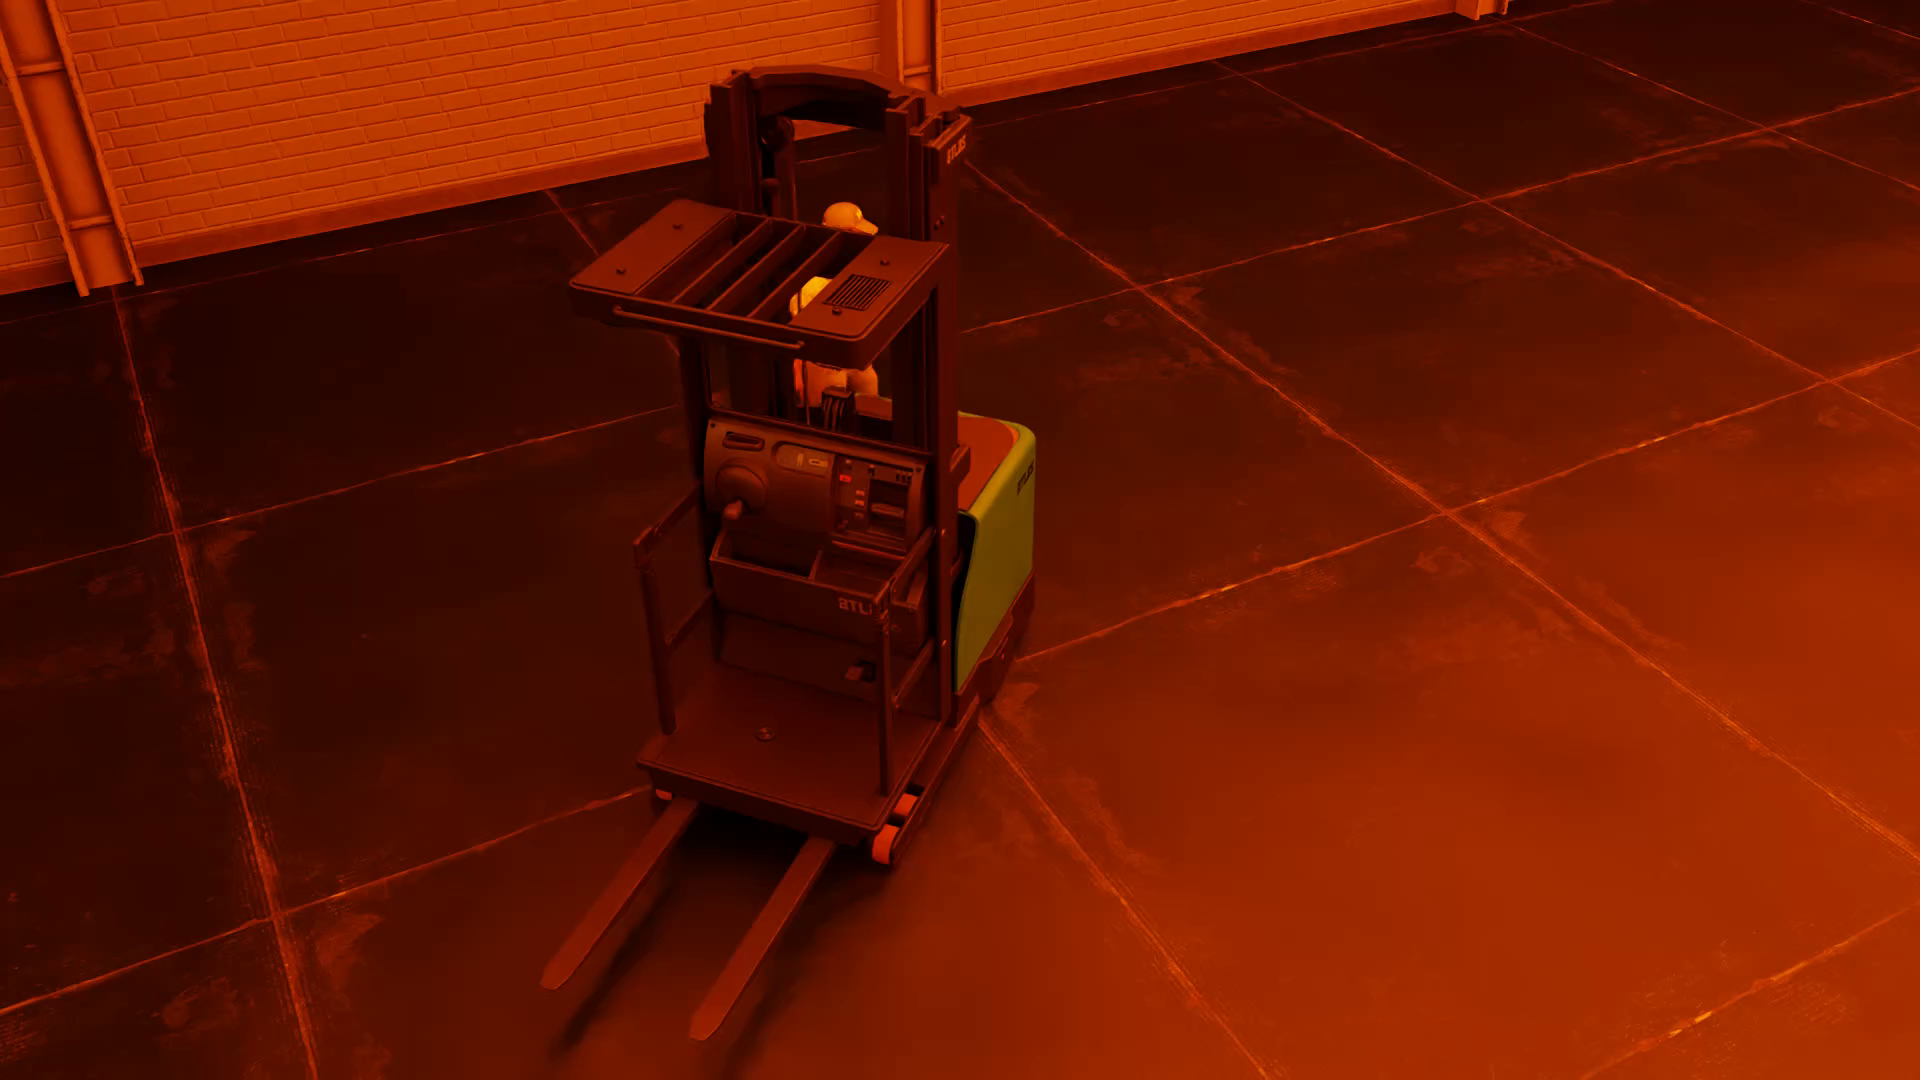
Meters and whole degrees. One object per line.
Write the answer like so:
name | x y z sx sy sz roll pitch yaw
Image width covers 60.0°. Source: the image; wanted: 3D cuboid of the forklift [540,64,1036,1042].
forklift | -0.653 -0.147 6.331 1.130 2.935 3.031 13 37 17

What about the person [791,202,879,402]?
person | -0.657 -0.981 8.669 0.473 1.639 0.830 9 36 13
